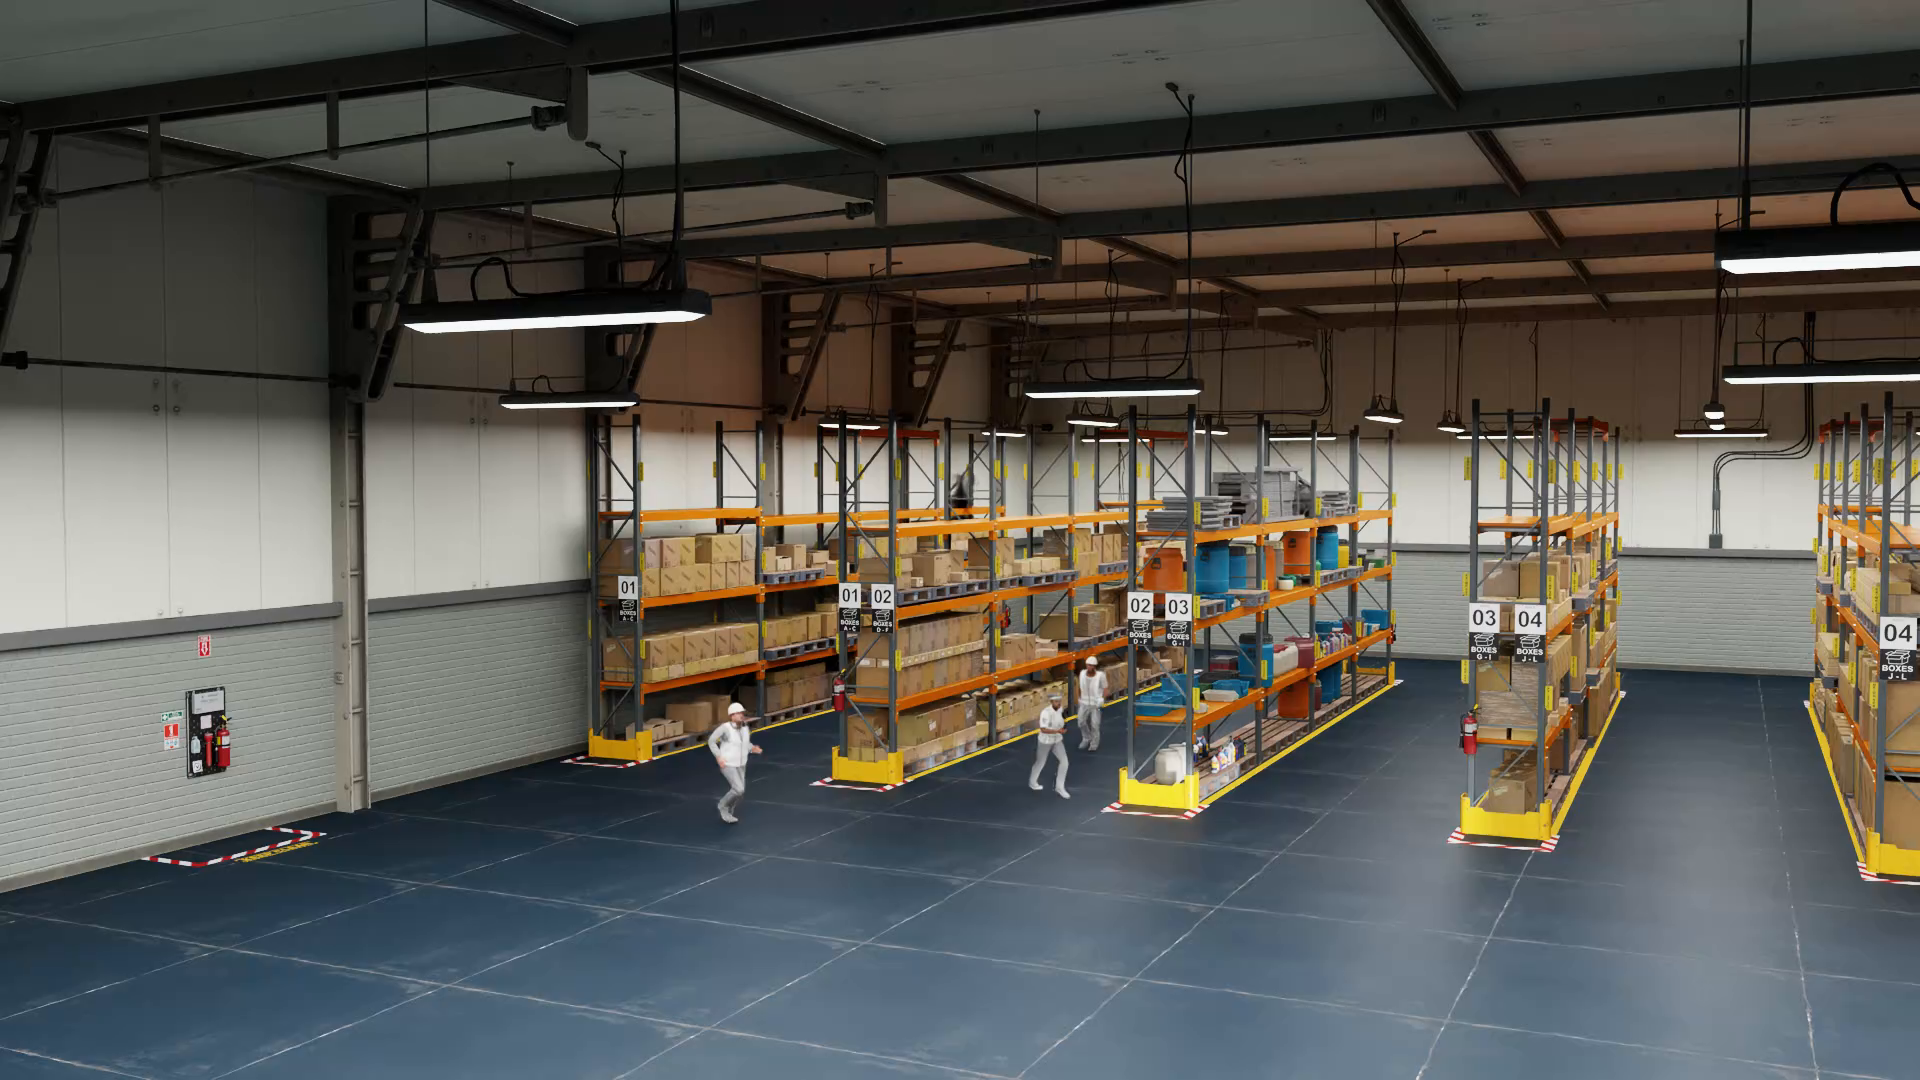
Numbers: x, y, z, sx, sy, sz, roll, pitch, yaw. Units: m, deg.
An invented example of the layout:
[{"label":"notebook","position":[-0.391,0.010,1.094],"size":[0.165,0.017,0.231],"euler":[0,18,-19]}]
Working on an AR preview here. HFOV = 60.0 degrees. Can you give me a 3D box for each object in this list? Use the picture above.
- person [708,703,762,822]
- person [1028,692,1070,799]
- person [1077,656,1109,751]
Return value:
[{"label":"person","position":[-3.171,3.164,23.541],"size":[0.680,1.717,0.660],"euler":[2,3,39]},{"label":"person","position":[1.400,3.131,25.616],"size":[0.581,1.661,0.966],"euler":[-1,3,-31]},{"label":"person","position":[2.319,2.910,29.449],"size":[0.683,1.718,0.802],"euler":[1,2,20]}]
